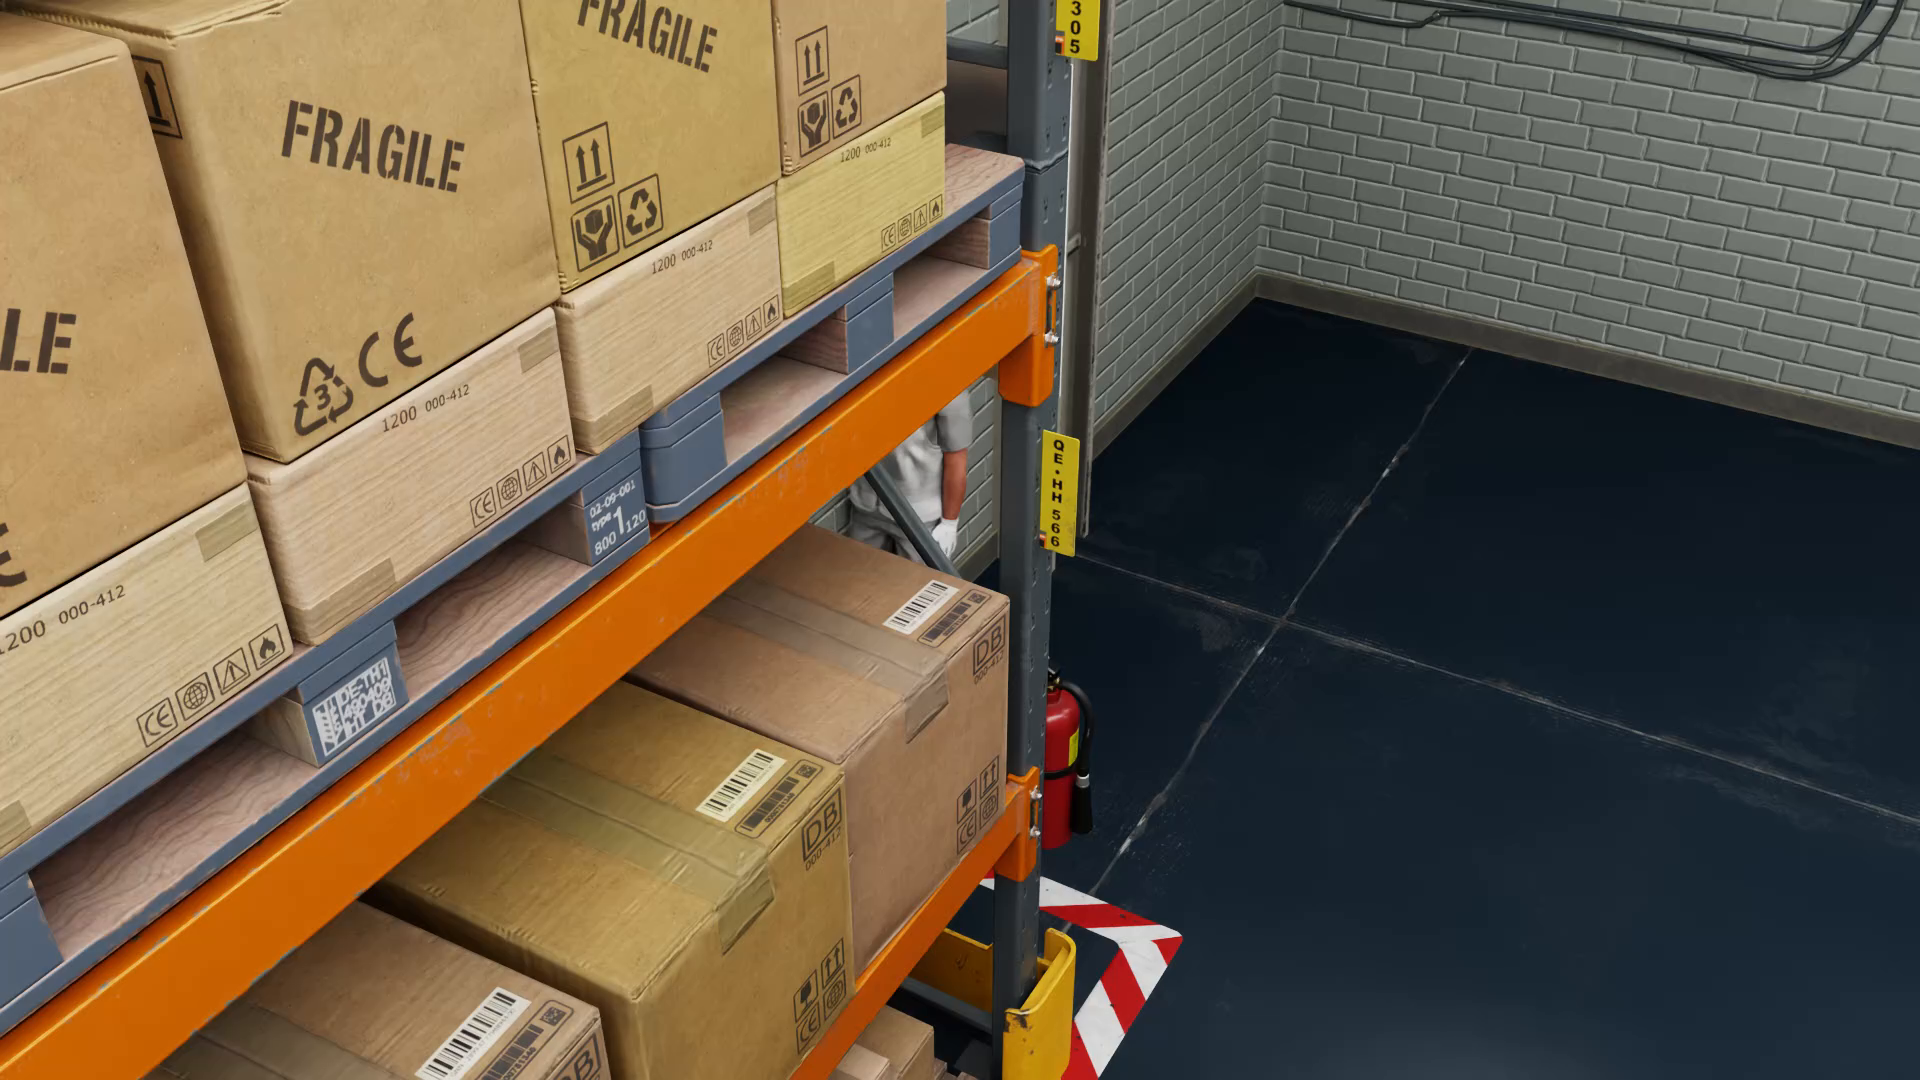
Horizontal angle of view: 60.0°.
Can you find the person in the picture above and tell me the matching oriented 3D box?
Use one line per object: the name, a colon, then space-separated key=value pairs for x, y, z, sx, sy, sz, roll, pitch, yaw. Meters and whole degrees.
person: x=-0.216 y=-0.104 z=6.291 sx=0.529 sy=1.779 sz=0.364 roll=19 pitch=38 yaw=26
